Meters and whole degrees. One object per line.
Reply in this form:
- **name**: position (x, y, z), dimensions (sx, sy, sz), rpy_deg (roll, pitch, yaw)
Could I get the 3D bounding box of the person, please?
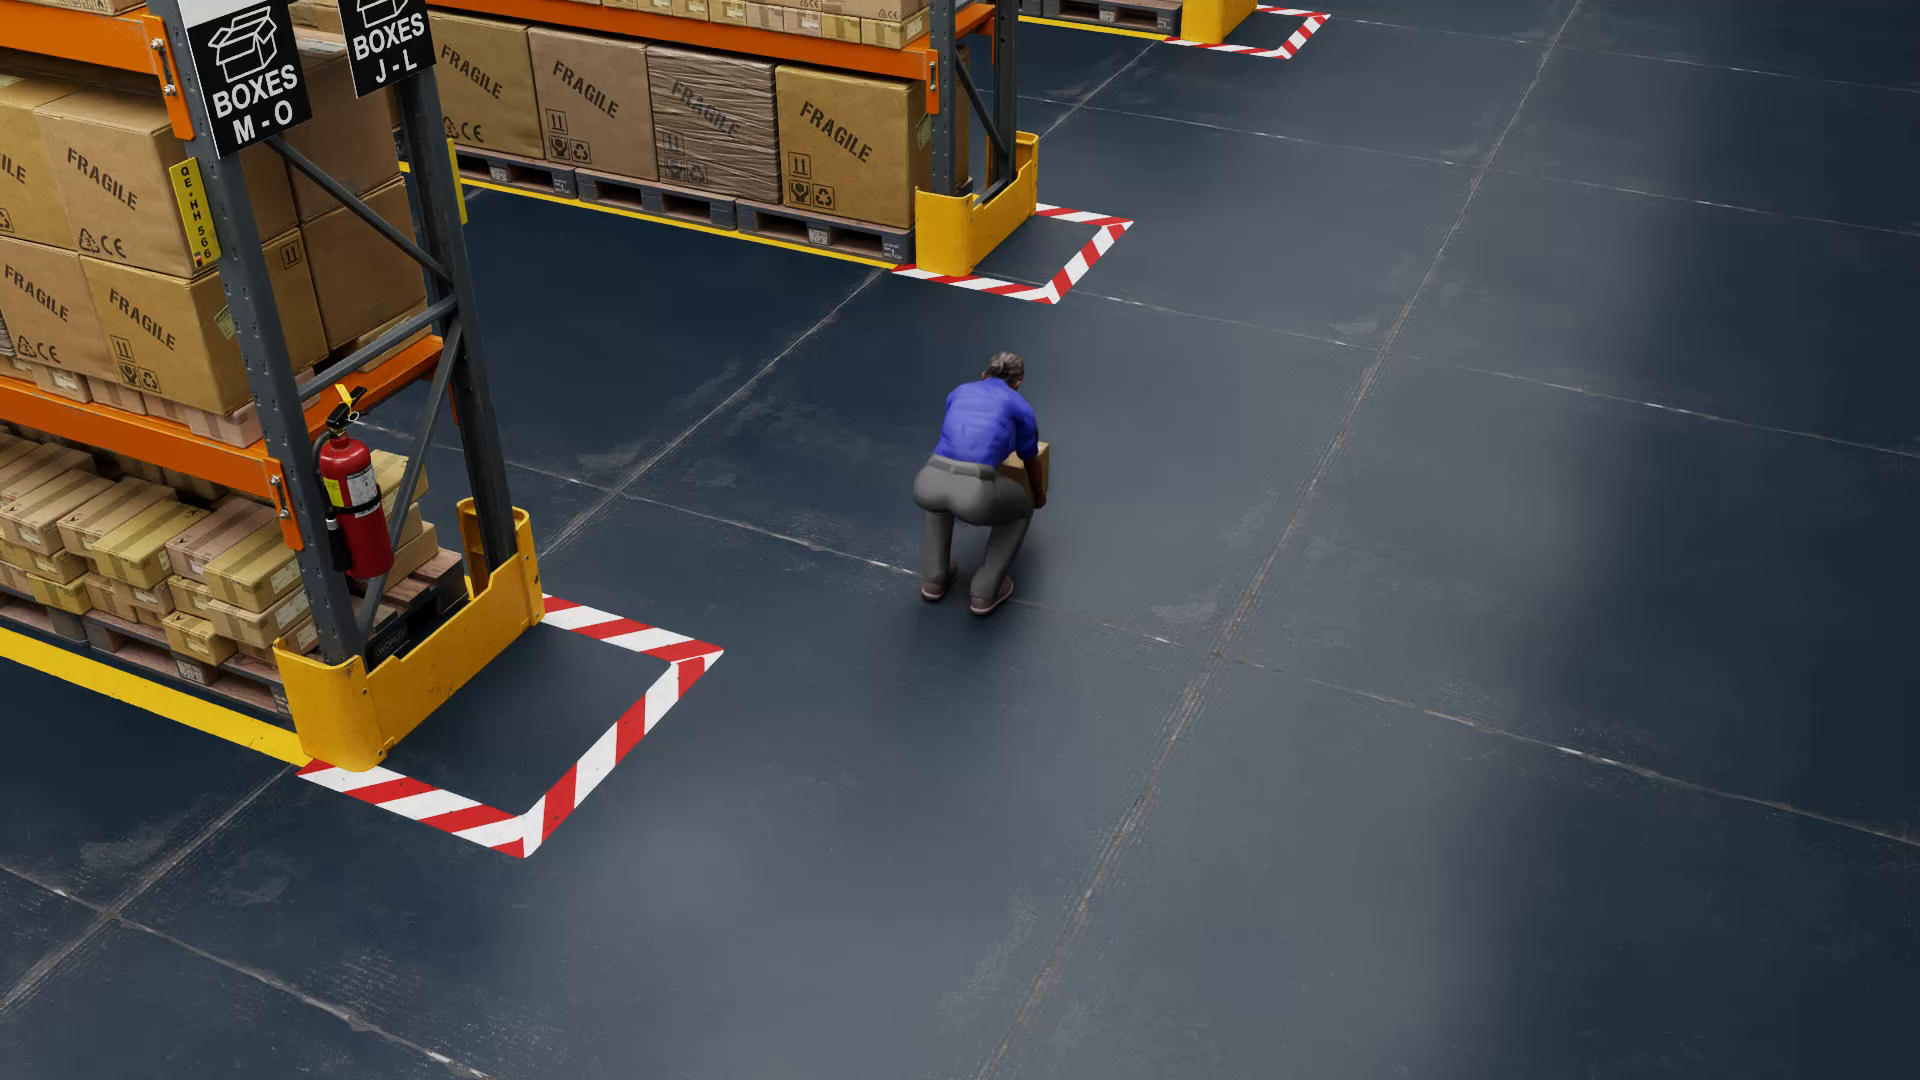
- **person**: position (0.085, -0.241, 7.149), dimensions (0.472, 0.946, 0.857), rpy_deg (13, 36, 18)
